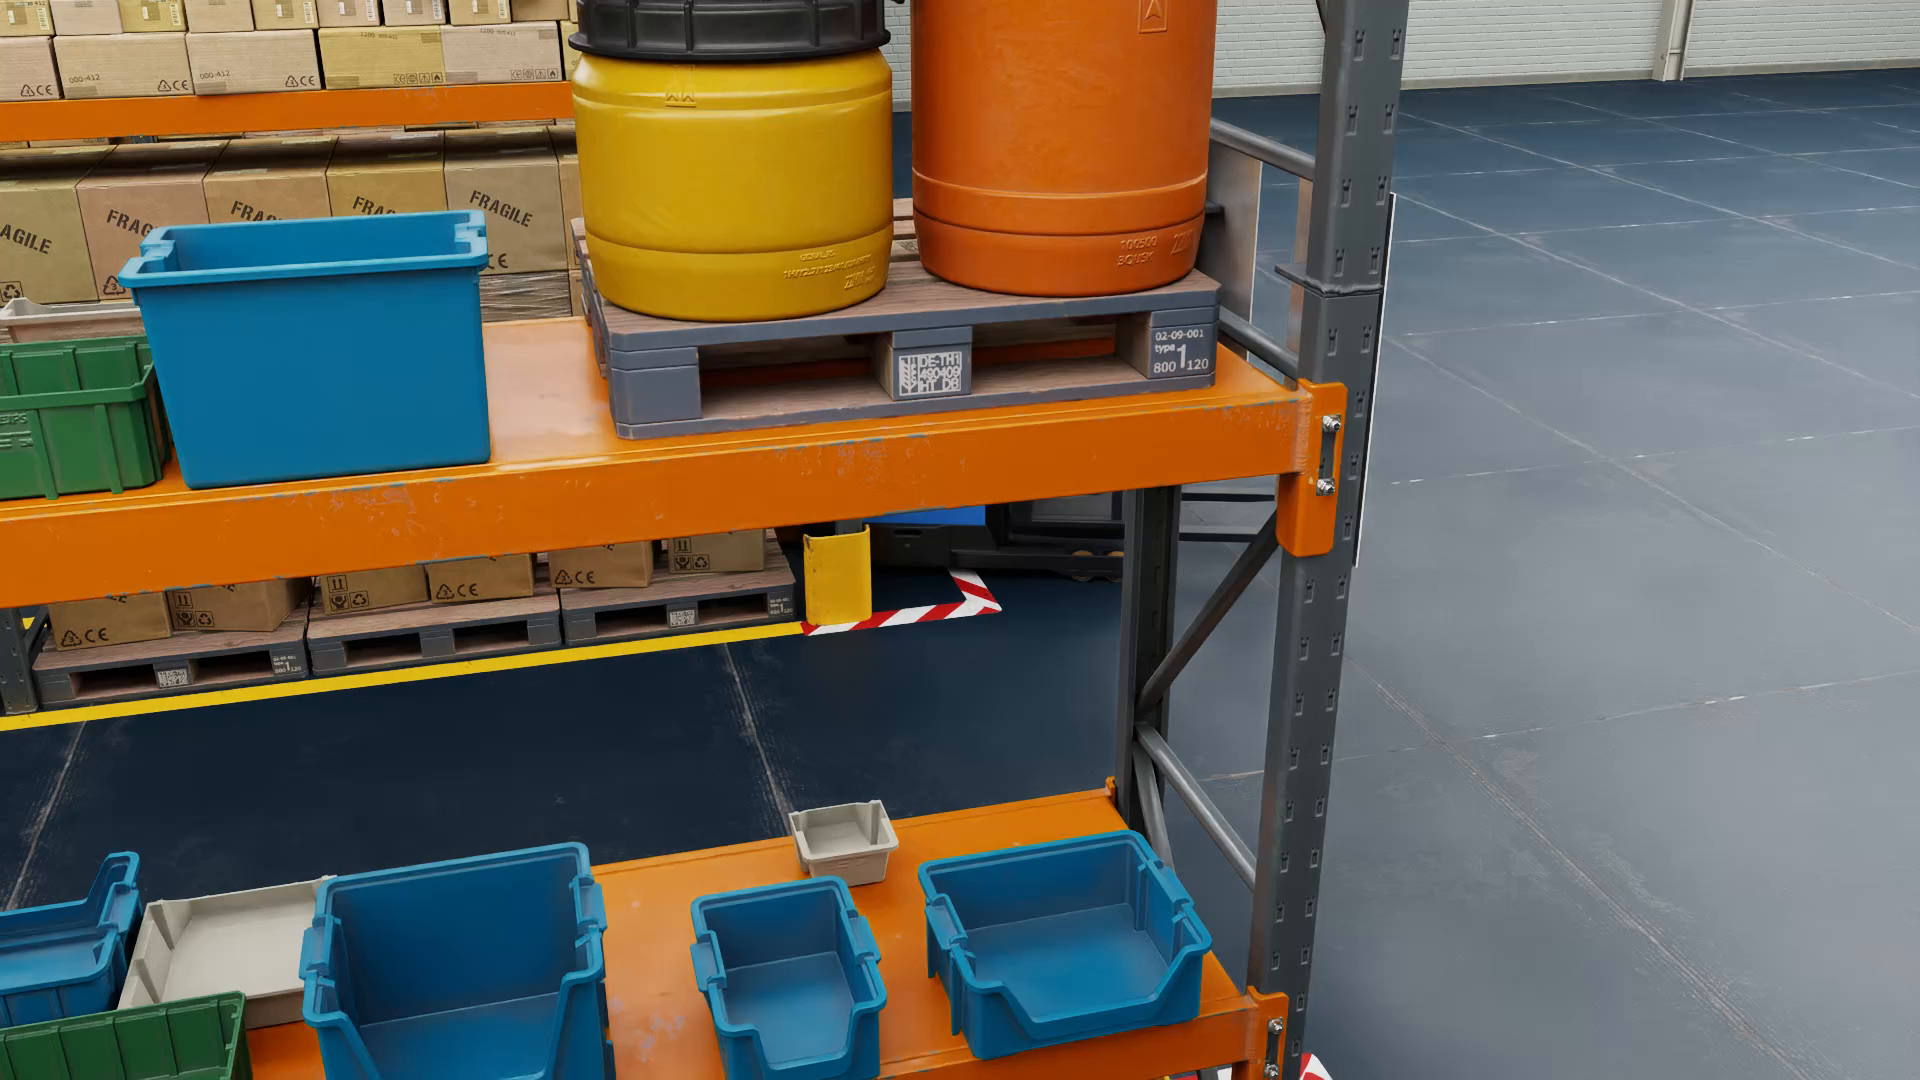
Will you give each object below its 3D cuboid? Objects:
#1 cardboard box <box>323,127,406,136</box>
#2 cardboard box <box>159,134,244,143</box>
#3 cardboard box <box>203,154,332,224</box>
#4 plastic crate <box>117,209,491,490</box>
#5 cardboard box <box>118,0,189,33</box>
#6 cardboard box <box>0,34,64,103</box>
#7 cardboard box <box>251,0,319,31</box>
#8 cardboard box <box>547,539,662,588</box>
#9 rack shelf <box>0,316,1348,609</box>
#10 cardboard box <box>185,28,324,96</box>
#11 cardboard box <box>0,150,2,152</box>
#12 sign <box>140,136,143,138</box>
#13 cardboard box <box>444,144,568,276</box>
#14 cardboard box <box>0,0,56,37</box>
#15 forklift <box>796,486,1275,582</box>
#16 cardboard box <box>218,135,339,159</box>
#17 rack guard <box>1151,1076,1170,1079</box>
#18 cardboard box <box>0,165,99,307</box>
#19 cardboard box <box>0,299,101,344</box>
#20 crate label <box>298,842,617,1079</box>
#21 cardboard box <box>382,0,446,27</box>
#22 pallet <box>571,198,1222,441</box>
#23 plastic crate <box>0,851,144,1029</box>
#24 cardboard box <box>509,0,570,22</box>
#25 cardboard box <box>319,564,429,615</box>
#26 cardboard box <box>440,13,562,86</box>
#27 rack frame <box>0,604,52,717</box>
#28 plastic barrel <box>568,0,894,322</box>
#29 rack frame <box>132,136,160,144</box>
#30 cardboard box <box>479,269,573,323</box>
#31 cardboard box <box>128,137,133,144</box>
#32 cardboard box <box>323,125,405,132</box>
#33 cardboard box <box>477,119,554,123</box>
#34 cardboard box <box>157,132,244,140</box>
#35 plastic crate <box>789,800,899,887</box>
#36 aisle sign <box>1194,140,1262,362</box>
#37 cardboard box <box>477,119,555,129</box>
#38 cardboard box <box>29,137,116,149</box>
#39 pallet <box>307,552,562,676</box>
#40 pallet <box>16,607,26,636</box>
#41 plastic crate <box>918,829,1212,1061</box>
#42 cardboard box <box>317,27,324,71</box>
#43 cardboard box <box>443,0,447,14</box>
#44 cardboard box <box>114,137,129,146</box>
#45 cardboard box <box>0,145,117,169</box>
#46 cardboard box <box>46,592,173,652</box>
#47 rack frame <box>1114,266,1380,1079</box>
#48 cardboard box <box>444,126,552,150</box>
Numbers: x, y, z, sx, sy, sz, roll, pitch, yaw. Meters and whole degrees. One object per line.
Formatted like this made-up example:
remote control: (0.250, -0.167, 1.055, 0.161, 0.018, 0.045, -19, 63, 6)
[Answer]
cardboard box: (-4.369, -2.830, 12.351, 0.550, 0.550, 0.875, -6, 24, -14)
cardboard box: (-5.445, -2.750, 12.164, 0.550, 0.550, 0.875, -6, 24, -14)
cardboard box: (-3.090, -1.444, 7.538, 0.500, 0.500, 0.500, -6, 24, -14)
plastic crate: (-1.120, -0.343, 2.961, 0.575, 0.384, 0.392, -6, 24, -14)
cardboard box: (-3.428, -2.271, 7.120, 0.250, 0.149, 0.380, -6, 24, -13)
cardboard box: (-4.052, -2.003, 7.001, 0.500, 0.250, 0.500, -7, 24, -16)
cardboard box: (-2.913, -2.307, 7.203, 0.250, 0.149, 0.380, -7, 24, -15)
cardboard box: (-1.875, -0.077, 8.762, 0.500, 0.500, 0.500, 0, 23, 0)
rack shelf: (-1.291, -0.124, 3.343, 4.000, 0.370, 1.077, -6, 24, -14)
cardboard box: (-3.062, -2.111, 7.251, 0.500, 0.250, 0.500, -7, 24, -16)
cardboard box: (-6.713, -2.472, 11.581, 0.500, 0.500, 0.500, -7, 24, -15)
sign: (-5.641, -2.928, 11.401, 0.005, 0.325, 0.100, -6, 24, -14)
cardboard box: (-2.128, -1.551, 7.789, 0.500, 0.500, 0.500, -6, 24, -14)
cardboard box: (-3.920, -2.208, 6.972, 0.250, 0.149, 0.380, -8, 24, -17)
forklift: (0.623, -1.331, 9.136, 3.031, 2.935, 1.130, 1, 23, 3)
cardboard box: (-3.232, -1.644, 8.006, 0.500, 0.500, 0.500, -6, 24, -14)
rack guard: (0.575, 1.886, 4.721, 0.348, 0.500, 1.175, -6, 24, -14)
cardboard box: (-4.052, -1.337, 7.289, 0.500, 0.500, 0.500, -6, 24, -14)
cardboard box: (-4.104, -0.950, 7.657, 0.500, 0.500, 0.875, -6, 24, -14)
crate label: (-1.064, 0.994, 3.585, 0.616, 0.435, 0.502, -6, 24, -14)
cardboard box: (-2.417, -2.367, 7.342, 0.250, 0.149, 0.380, -8, 24, -17)
pallet: (-0.188, -0.530, 3.616, 1.213, 0.211, 1.003, -6, 24, -14)
plastic crate: (-2.224, 0.985, 3.840, 0.616, 0.251, 0.499, -6, 24, -14)
cardboard box: (-1.909, -2.445, 7.525, 0.250, 0.149, 0.380, -6, 24, -14)
cardboard box: (-3.032, 0.025, 8.525, 0.500, 0.500, 0.500, -9, 25, -19)
cardboard box: (-2.074, -2.225, 7.518, 0.500, 0.250, 0.500, -6, 24, -13)
rack frame: (-4.554, -0.743, 7.678, 0.127, 3.000, 1.000, -6, 24, -14)
plastic barrel: (-0.428, -0.777, 3.182, 0.600, 0.588, 0.600, 0, 23, 0)
rack frame: (-5.797, -2.637, 12.092, 0.127, 3.000, 1.000, -6, 24, -14)
cardboard box: (-2.182, -1.168, 8.164, 0.500, 0.500, 0.875, -6, 24, -14)
cardboard box: (-10.547, -5.271, 20.709, 0.625, 0.625, 0.875, -7, 24, -17)
cardboard box: (-4.377, -3.337, 12.162, 0.550, 0.550, 0.875, -6, 24, -14)
cardboard box: (-3.394, -3.502, 12.548, 0.550, 0.550, 0.875, -6, 24, -14)
cardboard box: (-5.432, -3.229, 11.910, 0.550, 0.550, 0.875, -6, 24, -14)
plastic crate: (-0.313, 0.805, 4.403, 0.250, 0.136, 0.298, -6, 24, -14)
aisle sign: (0.625, -0.602, 4.053, 0.004, 0.787, 0.394, -6, 24, -14)
cardboard box: (-3.387, -2.997, 12.739, 0.550, 0.550, 0.875, -6, 24, -14)
cardboard box: (-6.273, -3.087, 11.747, 0.500, 0.500, 0.700, -7, 24, -15)
pallet: (-2.740, 0.322, 8.732, 1.213, 0.211, 1.003, -6, 24, -14)
pallet: (-5.303, 0.622, 8.033, 1.213, 0.211, 1.003, -6, 24, -14)
plastic crate: (0.234, 0.946, 3.929, 0.616, 0.251, 0.499, -6, 24, -14)
cardboard box: (-3.191, -2.308, 7.712, 0.500, 0.250, 0.500, -6, 24, -15)
cardboard box: (-2.520, -2.551, 7.771, 0.250, 0.149, 0.380, -7, 24, -15)
cardboard box: (-6.376, -2.729, 12.180, 0.500, 0.500, 0.500, -6, 24, -14)
cardboard box: (-4.195, -1.538, 7.758, 0.500, 0.500, 0.500, -6, 24, -14)
cardboard box: (-4.158, 0.185, 8.152, 0.500, 0.500, 0.500, -7, 24, -16)
rack frame: (0.635, 0.711, 4.289, 0.127, 3.000, 1.000, -6, 24, -14)
cardboard box: (-2.270, -1.752, 8.257, 0.500, 0.500, 0.500, -6, 24, -14)
